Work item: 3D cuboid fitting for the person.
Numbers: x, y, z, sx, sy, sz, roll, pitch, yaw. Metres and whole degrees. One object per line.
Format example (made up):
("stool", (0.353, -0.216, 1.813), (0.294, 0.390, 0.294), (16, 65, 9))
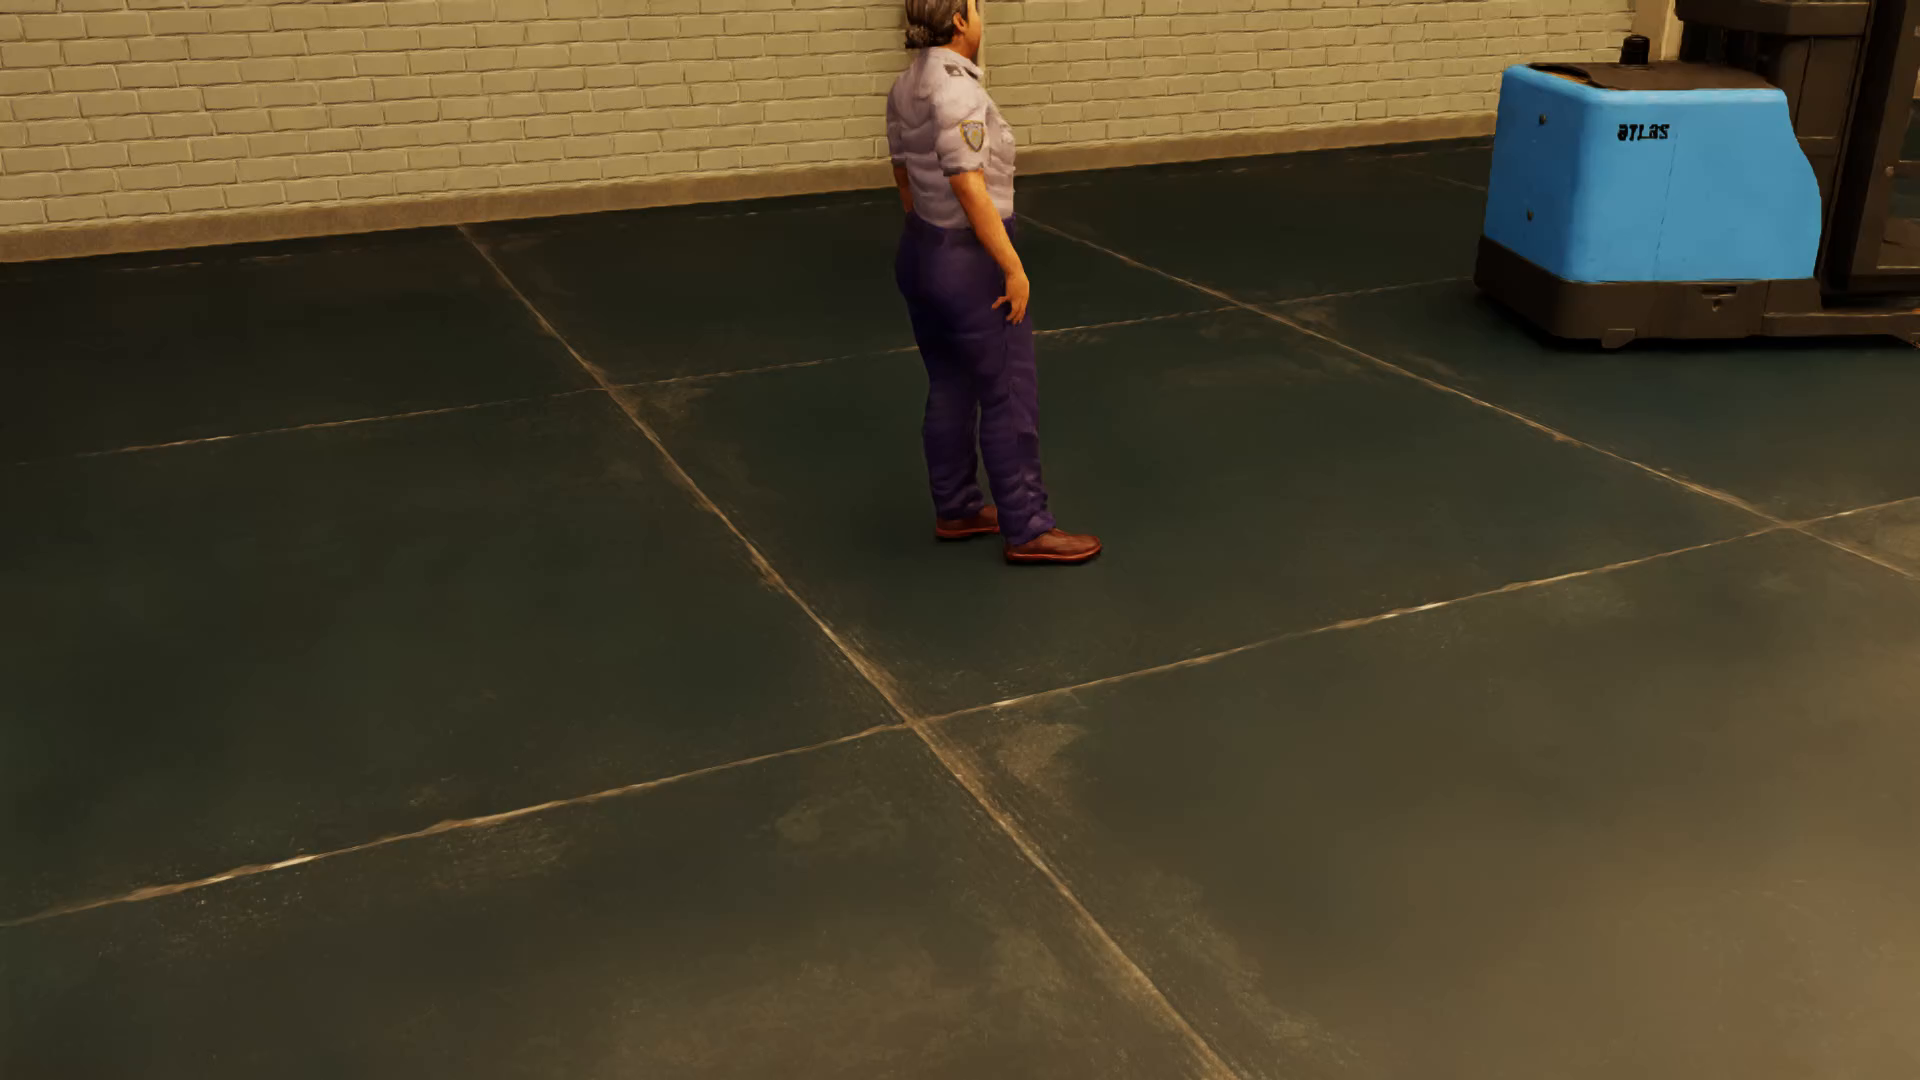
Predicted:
("person", (0.091, -0.770, 4.806), (0.502, 1.642, 0.599), (-10, 25, -23))

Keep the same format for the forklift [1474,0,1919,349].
("forklift", (3.959, -2.372, 6.995), (3.031, 2.935, 1.130), (-2, 23, -5))
